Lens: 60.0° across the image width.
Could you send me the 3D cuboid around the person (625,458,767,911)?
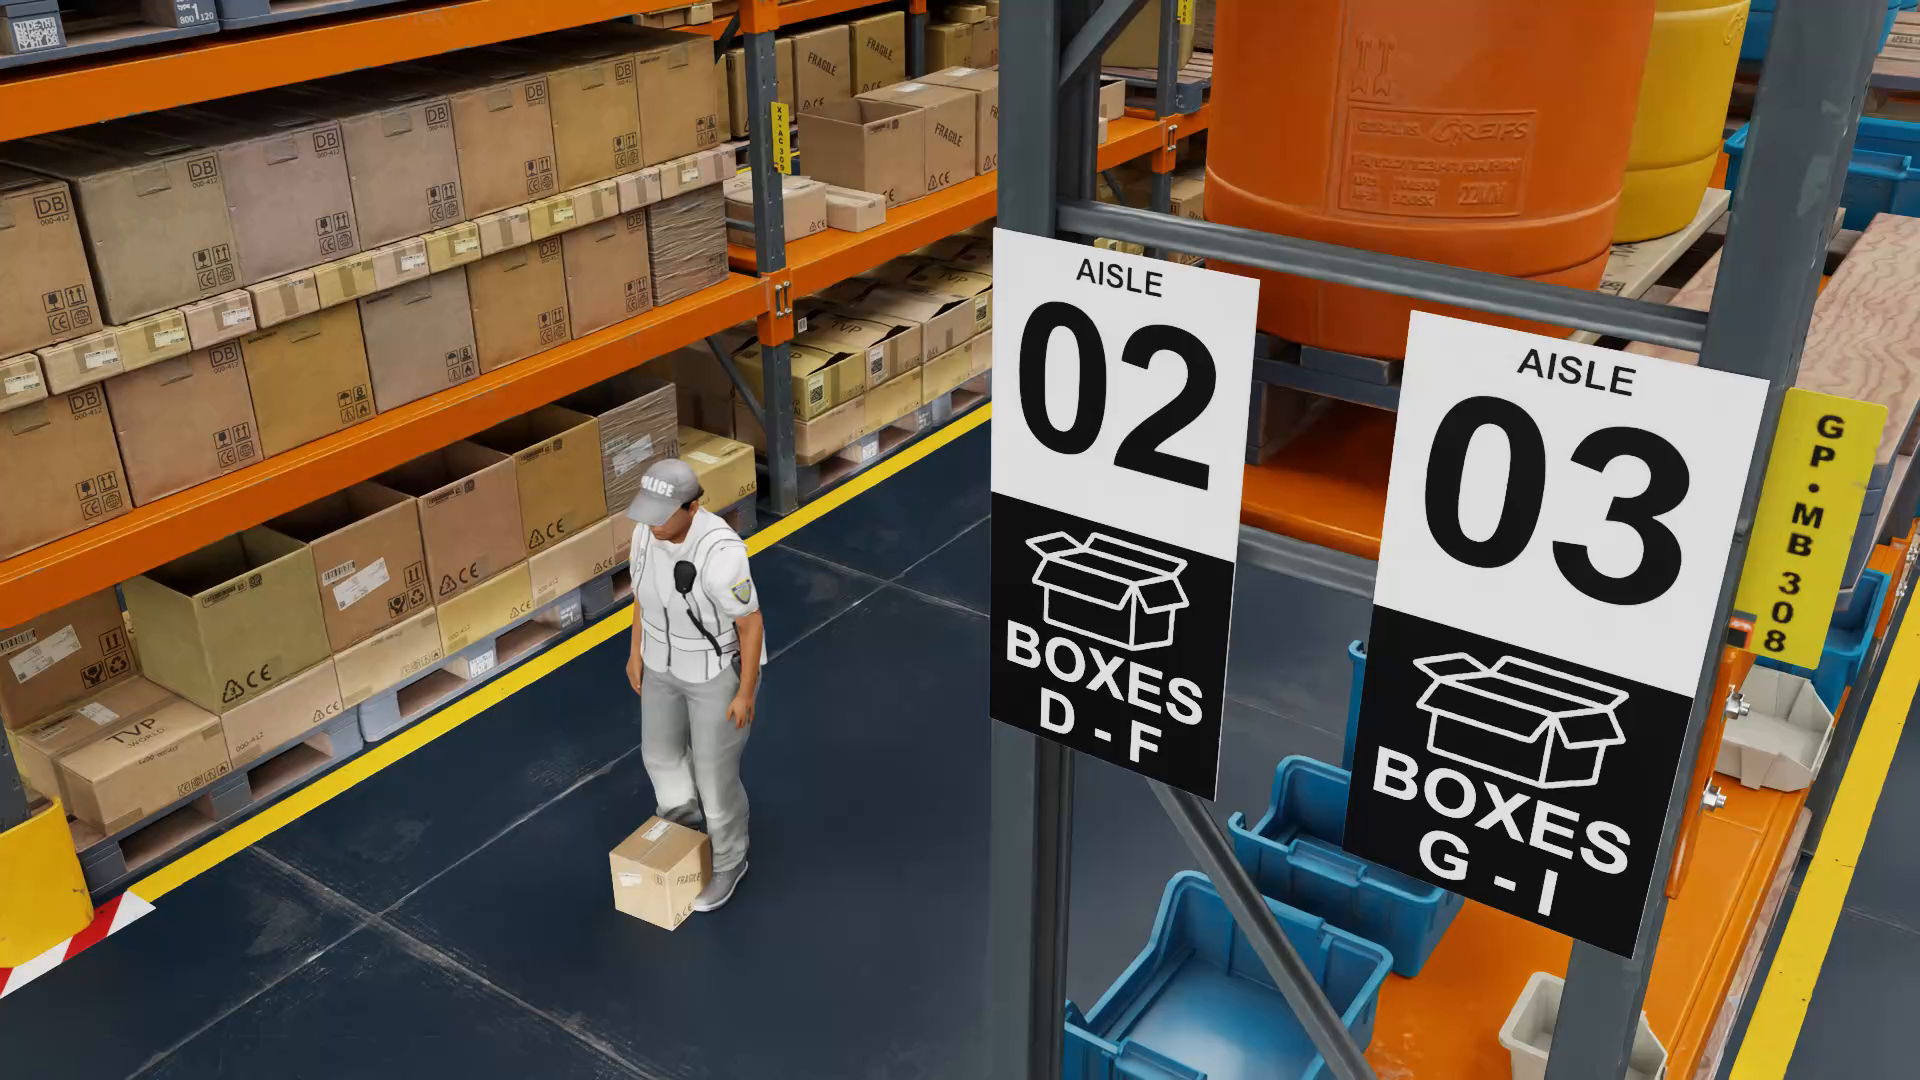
[{"bbox_3d":[-0.925,0.462,5.707,0.557,1.667,0.468,16,31,28],"label":"person"}]
